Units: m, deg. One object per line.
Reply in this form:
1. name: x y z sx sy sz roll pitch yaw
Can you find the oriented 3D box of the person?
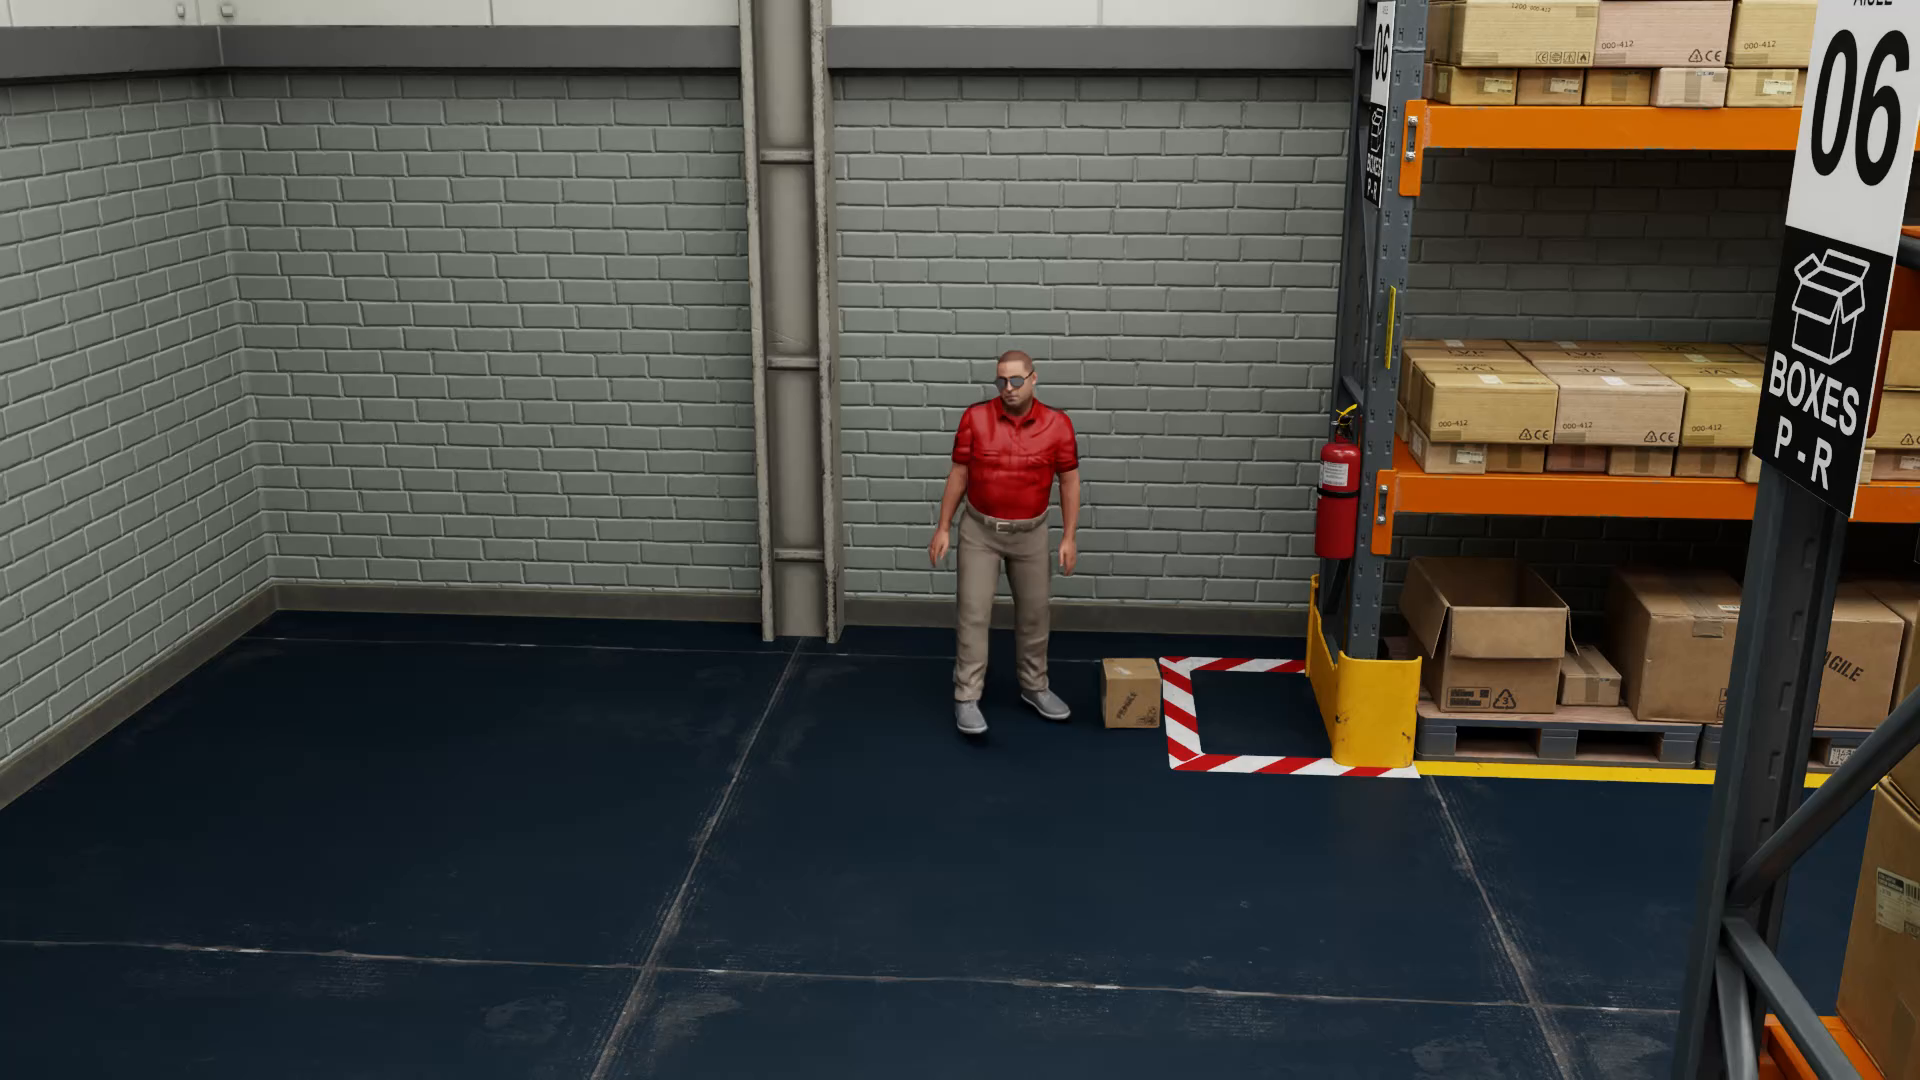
1. person: 0.202 0.013 7.461 0.682 1.725 0.531 0 17 -1
